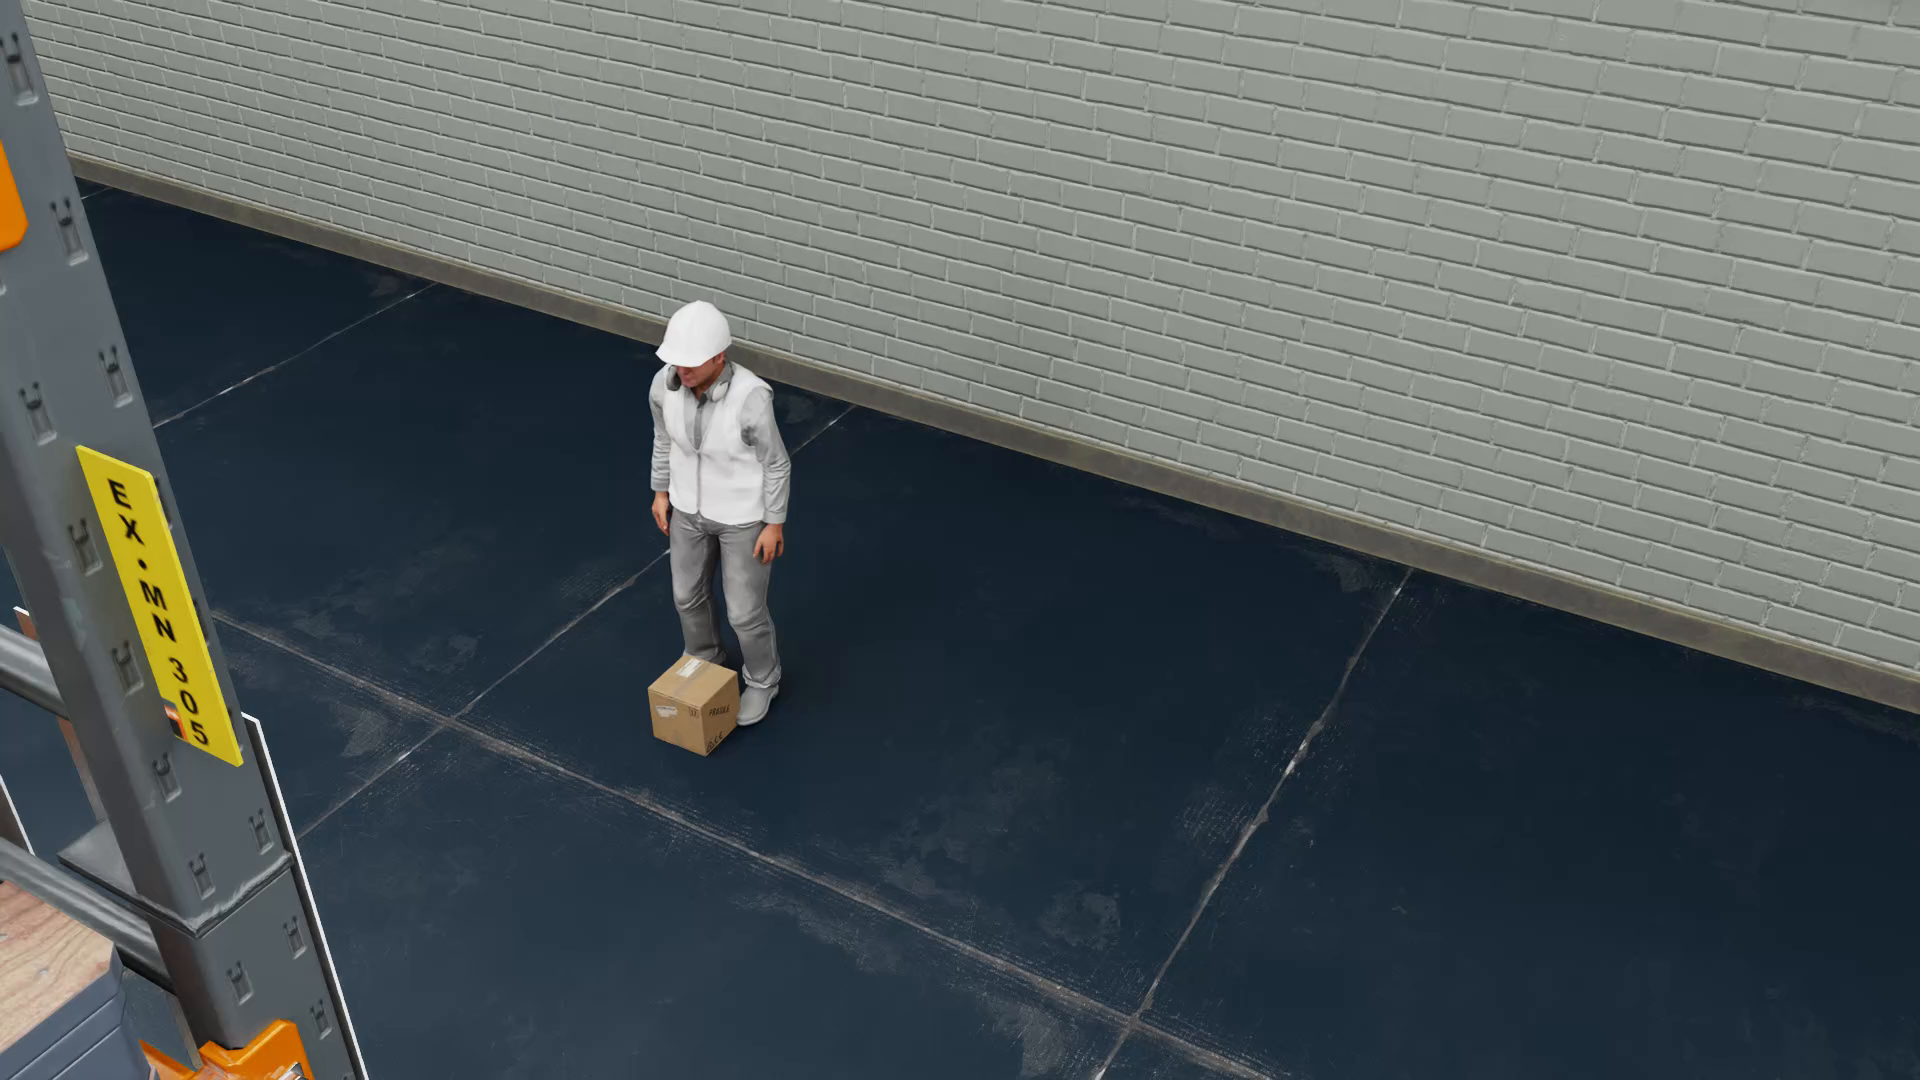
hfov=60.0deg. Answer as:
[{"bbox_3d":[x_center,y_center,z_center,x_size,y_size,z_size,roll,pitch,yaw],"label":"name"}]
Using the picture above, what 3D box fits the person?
[{"bbox_3d":[-0.910,-0.114,6.289,0.581,1.769,0.465,16,37,22],"label":"person"}]
